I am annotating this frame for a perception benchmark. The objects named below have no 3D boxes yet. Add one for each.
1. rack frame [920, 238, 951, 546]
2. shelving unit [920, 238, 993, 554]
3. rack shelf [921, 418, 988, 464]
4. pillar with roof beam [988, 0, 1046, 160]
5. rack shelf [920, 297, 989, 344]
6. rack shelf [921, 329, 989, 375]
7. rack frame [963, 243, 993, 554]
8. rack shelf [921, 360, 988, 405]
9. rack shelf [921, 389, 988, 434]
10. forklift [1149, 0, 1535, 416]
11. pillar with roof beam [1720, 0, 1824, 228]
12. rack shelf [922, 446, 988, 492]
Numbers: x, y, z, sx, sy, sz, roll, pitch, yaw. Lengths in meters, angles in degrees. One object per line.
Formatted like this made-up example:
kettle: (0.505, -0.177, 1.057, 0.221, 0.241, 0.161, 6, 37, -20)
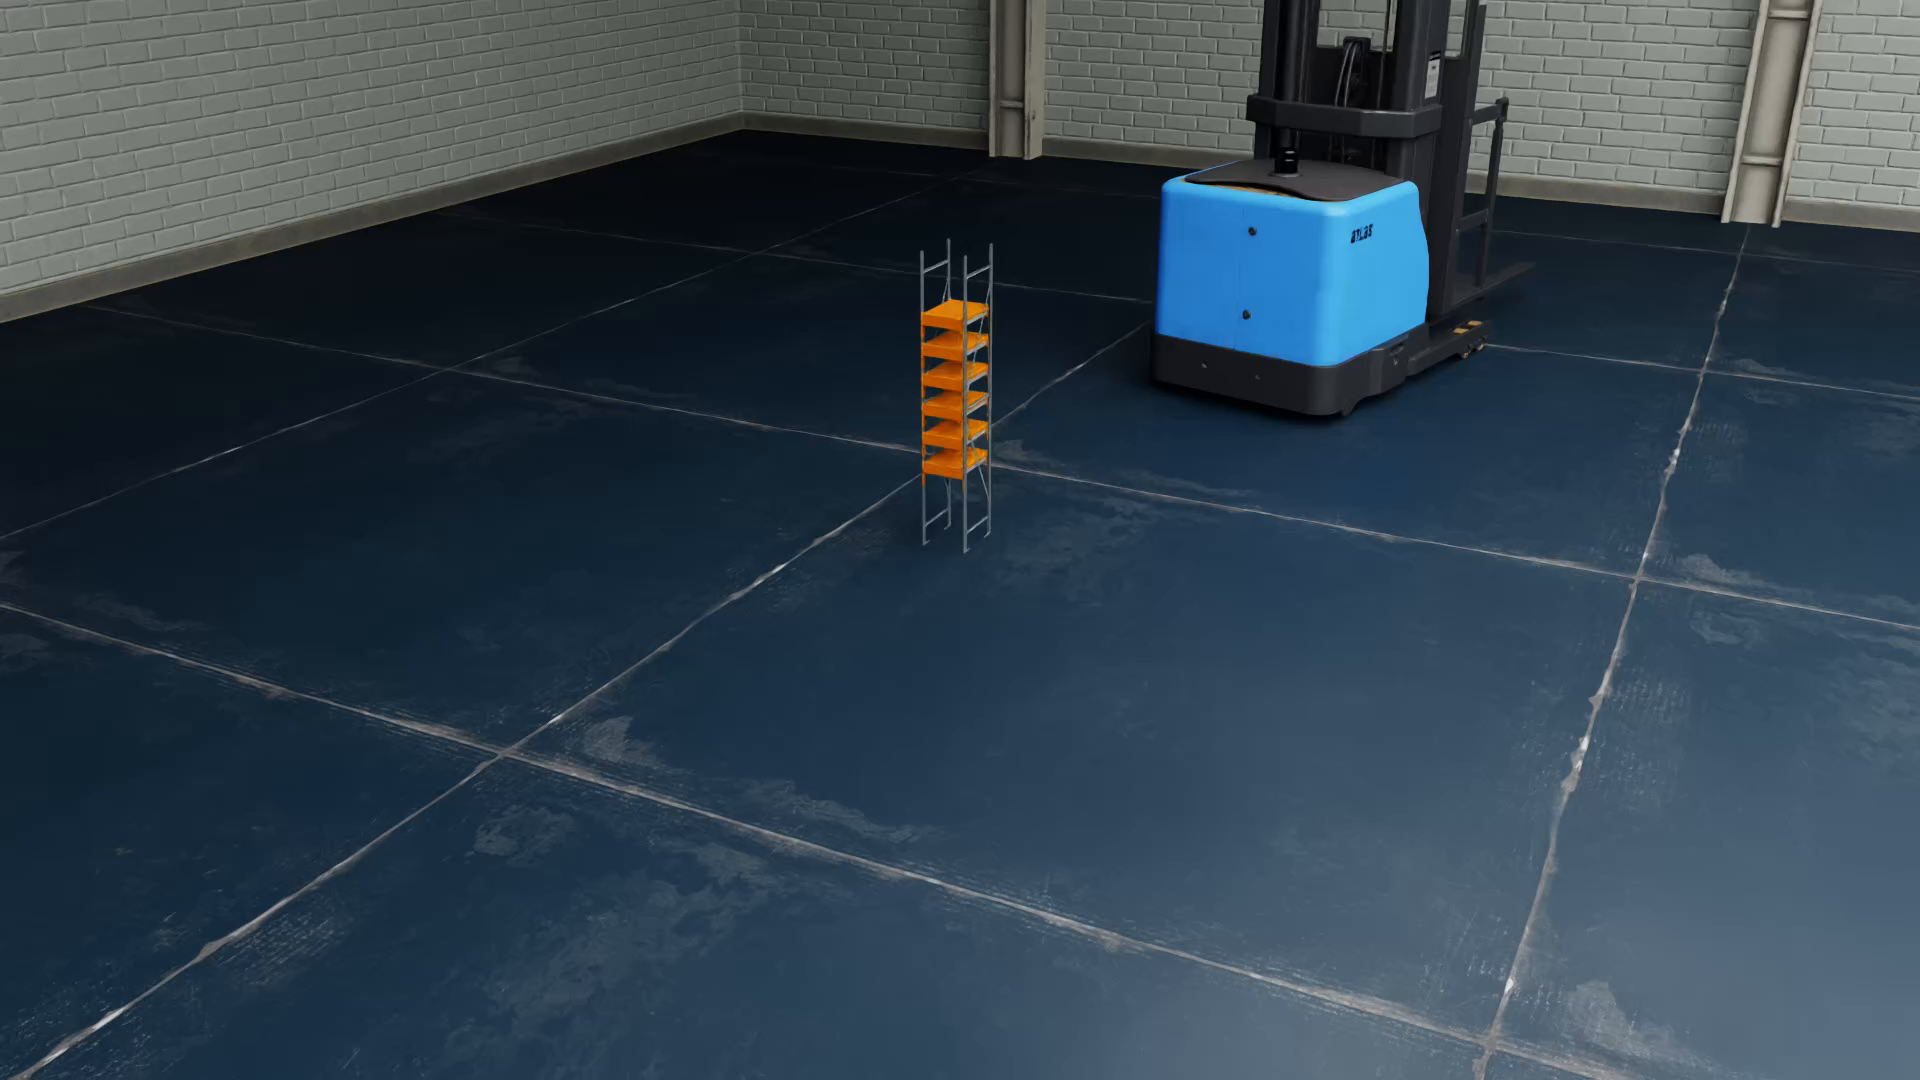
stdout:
rack frame: (-0.095, -0.571, 6.559, 0.006, 1.200, 0.240, 11, 25, 25)
shelving unit: (-0.013, -0.555, 6.521, 0.189, 1.200, 0.258, 11, 25, 25)
rack shelf: (-0.013, -0.403, 6.586, 0.180, 0.103, 0.258, 11, 25, 25)
pillar with roof beam: (-1.446, -6.057, 9.495, 0.400, 9.000, 9.100, 11, 25, 25)
rack shelf: (-0.013, -0.845, 6.398, 0.180, 0.103, 0.258, 11, 25, 25)
rack shelf: (-0.013, -0.735, 6.445, 0.180, 0.103, 0.258, 11, 25, 25)
rack frame: (0.069, -0.539, 6.483, 0.006, 1.200, 0.240, 11, 25, 25)
rack shelf: (-0.013, -0.624, 6.492, 0.180, 0.103, 0.258, 11, 25, 25)
rack shelf: (-0.013, -0.514, 6.539, 0.180, 0.103, 0.258, 11, 25, 25)
forklift: (2.292, -2.451, 8.767, 1.130, 2.935, 3.031, 18, 29, 36)
pillar with roof beam: (3.908, -4.998, 7.004, 0.400, 9.000, 9.100, 11, 25, 25)
rack shelf: (-0.013, -0.293, 6.633, 0.180, 0.103, 0.258, 11, 25, 25)
